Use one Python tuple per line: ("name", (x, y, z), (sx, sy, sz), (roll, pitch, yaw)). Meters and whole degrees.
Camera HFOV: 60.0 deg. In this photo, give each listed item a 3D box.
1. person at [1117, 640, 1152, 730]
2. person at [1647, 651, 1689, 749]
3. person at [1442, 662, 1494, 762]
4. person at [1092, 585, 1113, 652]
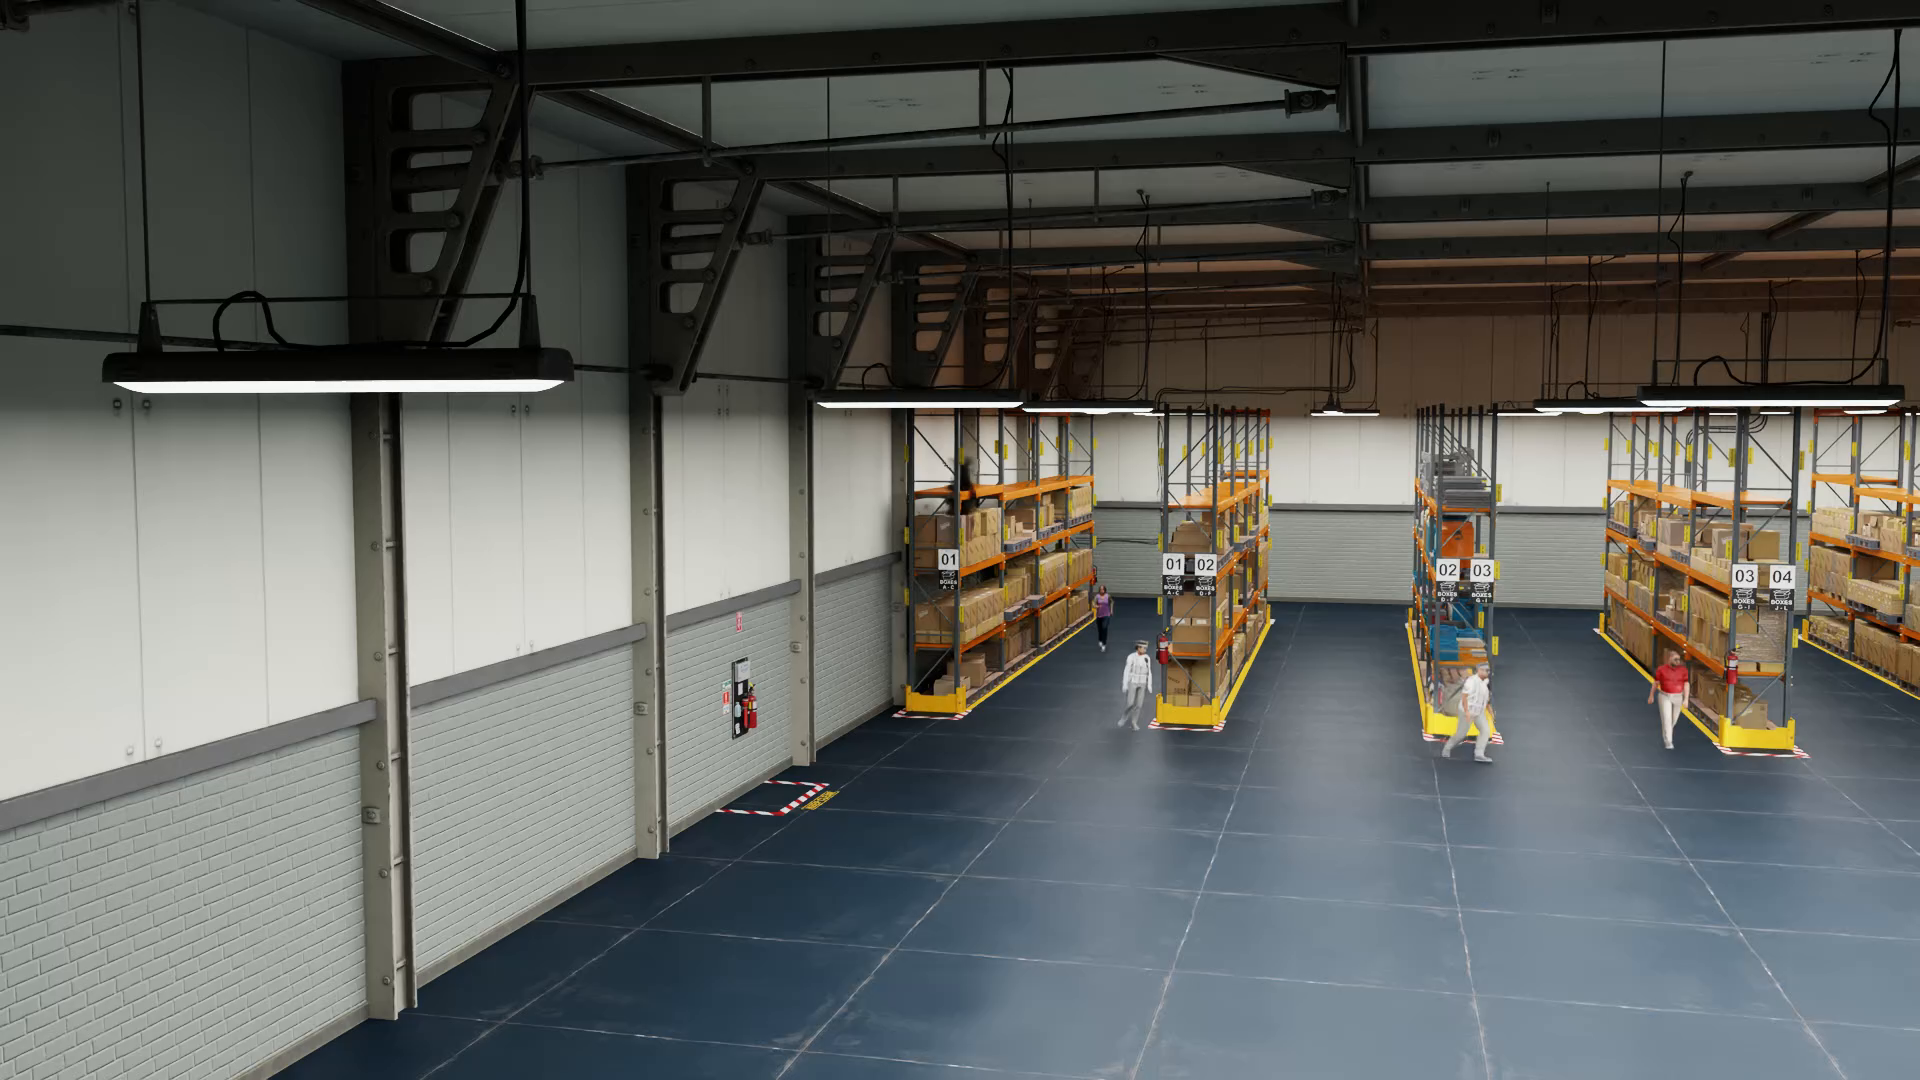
("person", (3.217, 2.656, 30.564), (0.610, 1.656, 0.444), (-1, 4, -19))
("person", (12.421, 2.768, 29.077), (0.618, 1.659, 1.122), (0, 4, 4))
("person", (8.556, 2.847, 27.918), (0.731, 1.688, 0.856), (-3, 5, -37))
("person", (3.524, 1.912, 41.124), (0.521, 1.626, 0.824), (1, 4, 8))
